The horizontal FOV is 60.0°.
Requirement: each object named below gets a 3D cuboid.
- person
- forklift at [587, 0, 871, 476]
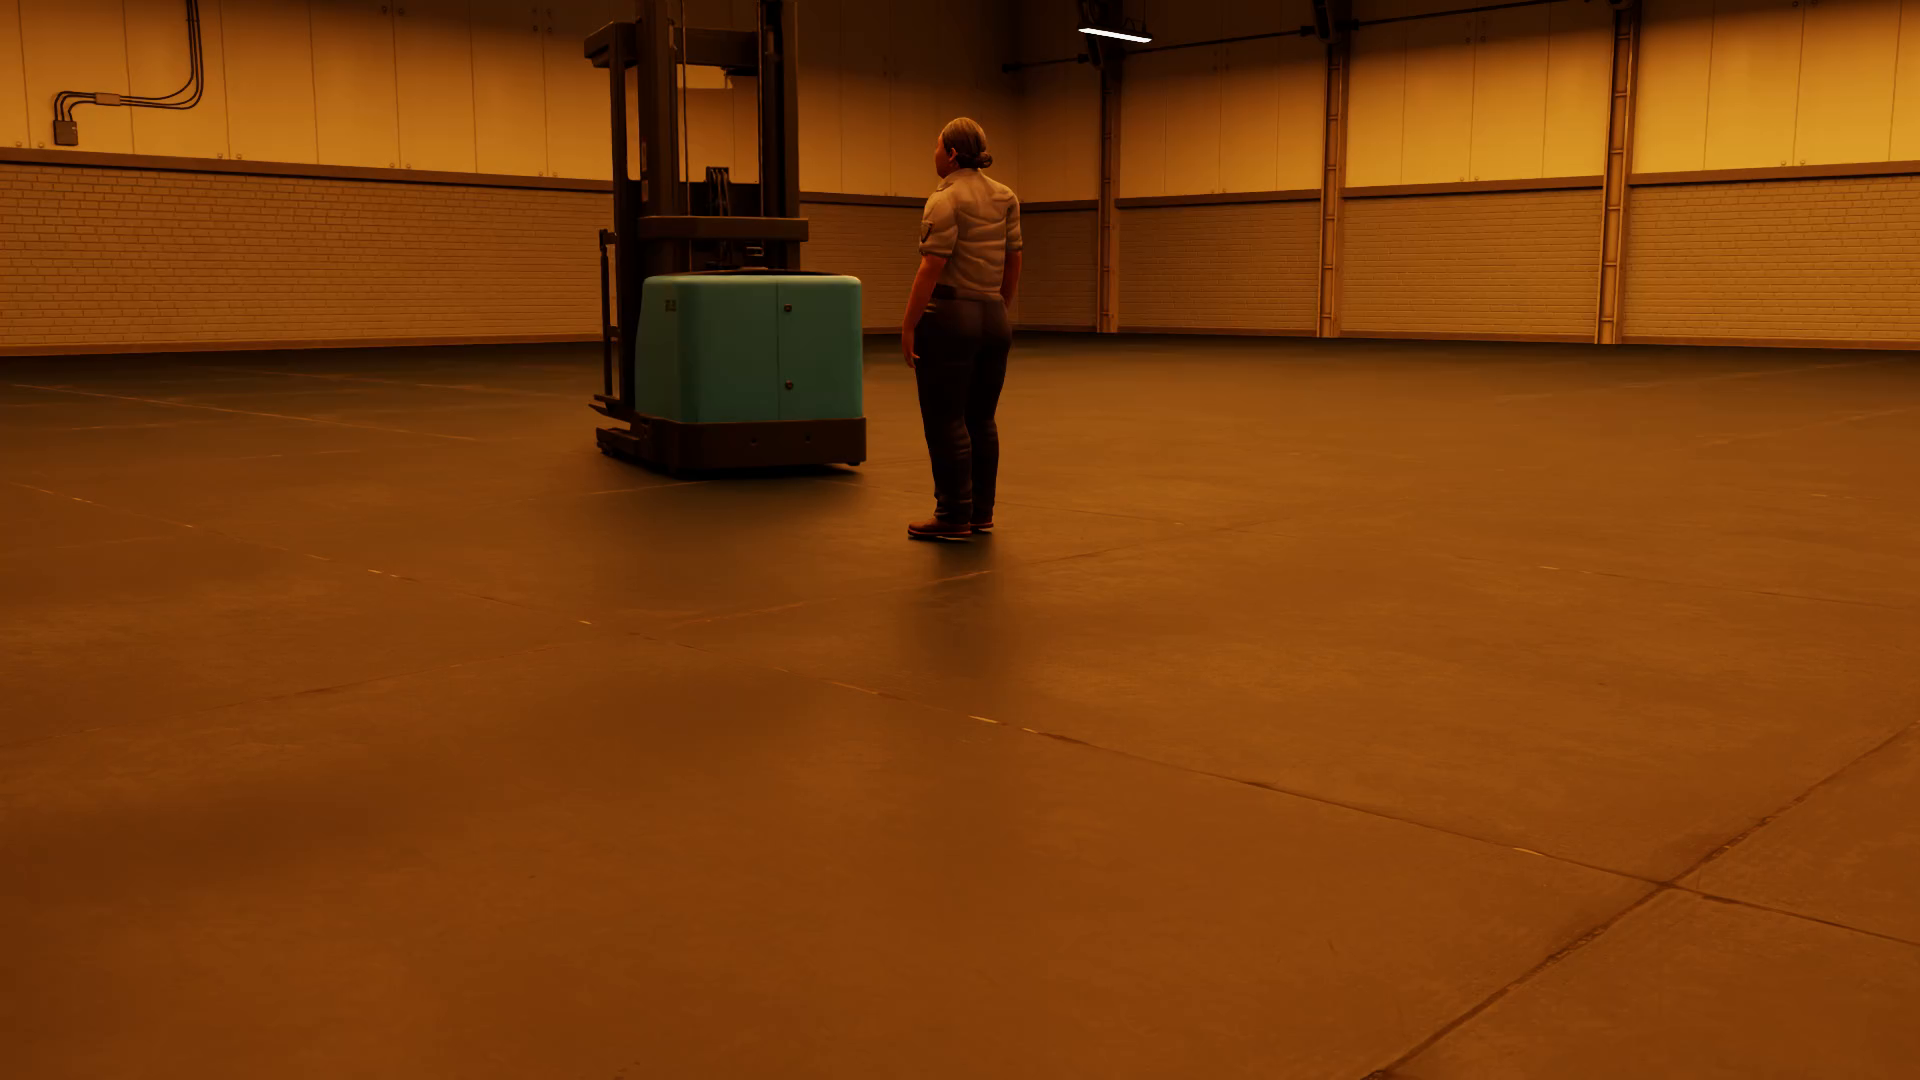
[{"bbox_3d":[-0.049,-0.828,6.673,0.502,1.641,0.598,8,12,43],"label":"person"},{"bbox_3d":[-1.563,-1.967,9.938,1.130,2.935,3.031,-4,9,-25],"label":"forklift"}]
